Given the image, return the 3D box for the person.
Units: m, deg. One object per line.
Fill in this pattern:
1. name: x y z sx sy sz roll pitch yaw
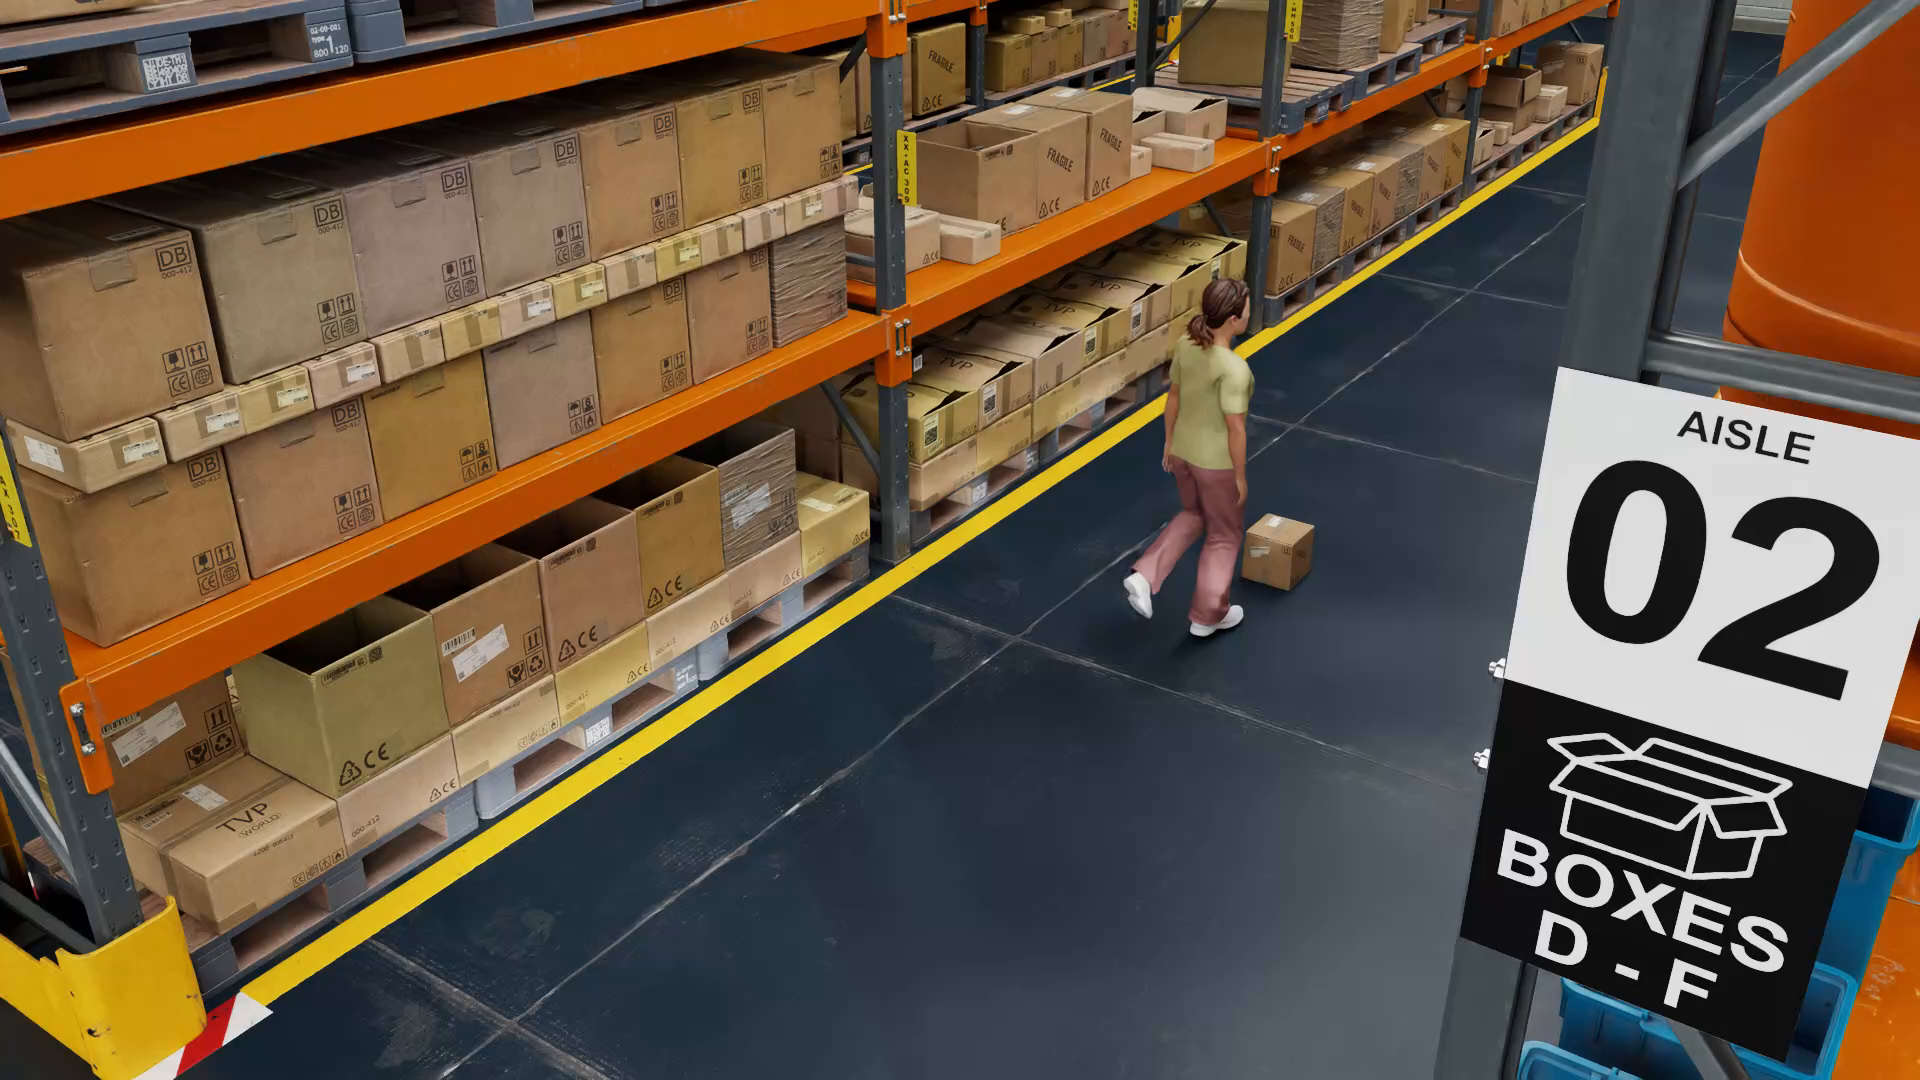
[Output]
1. person: 1.036 -0.331 7.230 0.589 1.665 0.492 -16 31 -29
